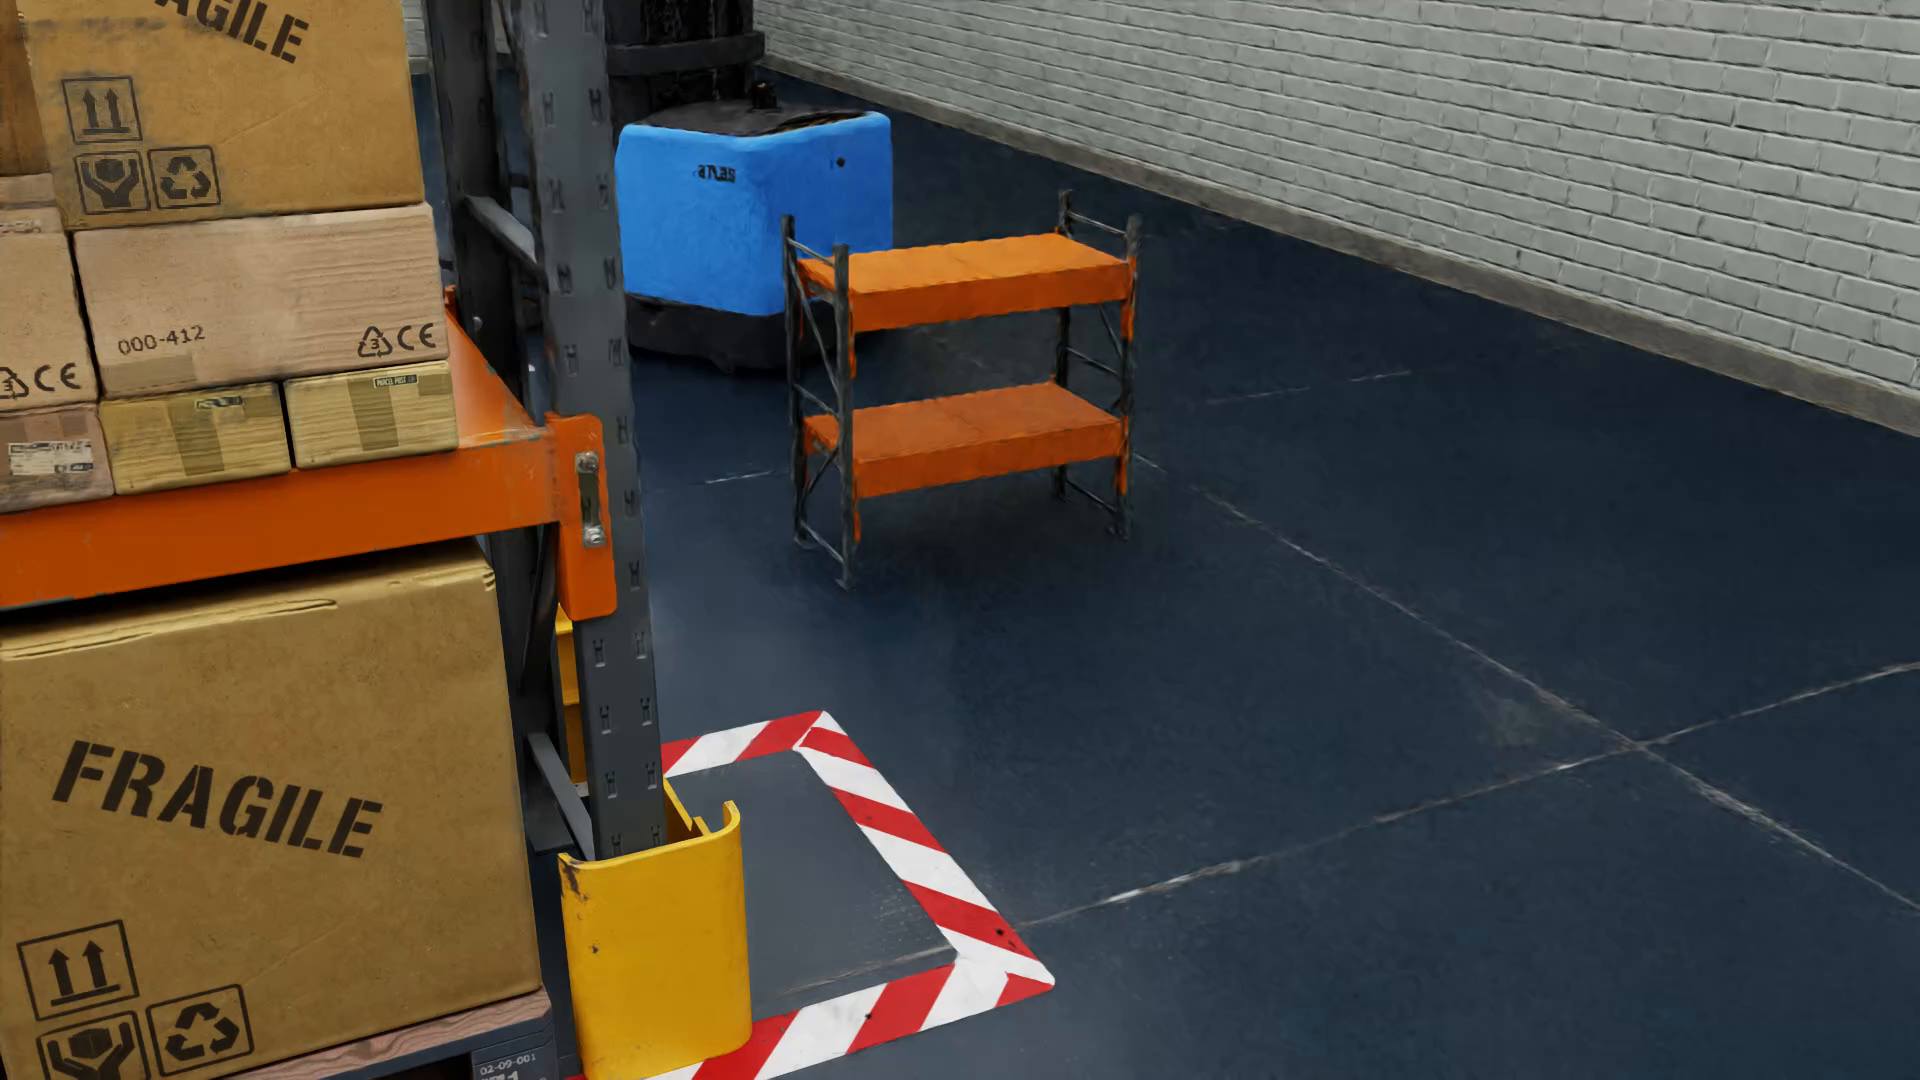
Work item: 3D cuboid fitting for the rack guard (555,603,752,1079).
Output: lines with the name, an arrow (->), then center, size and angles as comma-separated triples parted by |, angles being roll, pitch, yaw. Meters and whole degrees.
rack guard -> -0.805, 0.601, 3.644 | 0.348, 0.500, 1.175 | -10, 25, -24

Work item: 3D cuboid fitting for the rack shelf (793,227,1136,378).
rack shelf -> 0.006, -0.791, 5.426 | 1.000, 0.278, 0.538 | -10, 25, -24

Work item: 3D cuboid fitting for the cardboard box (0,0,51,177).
cardboard box -> -1.826, -0.895, 2.817 | 0.500, 0.500, 0.500 | -11, 25, -25

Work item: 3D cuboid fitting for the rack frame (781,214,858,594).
rack frame -> -0.452, -0.437, 5.334 | 0.032, 1.125, 0.500 | -10, 25, -24

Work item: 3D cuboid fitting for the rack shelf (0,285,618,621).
rack shelf -> -2.628, 0.114, 2.493 | 4.000, 0.370, 1.077 | -10, 25, -24

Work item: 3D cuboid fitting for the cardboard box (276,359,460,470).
cardboard box -> -1.004, -0.261, 2.788 | 0.250, 0.149, 0.380 | -10, 24, -23

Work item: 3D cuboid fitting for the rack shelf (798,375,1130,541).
rack shelf -> 0.006, -0.295, 5.631 | 1.000, 0.278, 0.538 | -10, 25, -24

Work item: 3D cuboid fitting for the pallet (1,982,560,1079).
pallet -> -1.513, 0.898, 3.304 | 1.213, 0.211, 1.003 | -10, 25, -24

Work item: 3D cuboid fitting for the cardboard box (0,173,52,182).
cardboard box -> -1.841, -0.543, 2.947 | 0.500, 0.250, 0.500 | -11, 25, -24

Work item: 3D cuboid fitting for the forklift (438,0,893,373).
forklift -> -1.804, -2.529, 8.028 | 3.031, 2.935, 1.130 | 15, 27, 32

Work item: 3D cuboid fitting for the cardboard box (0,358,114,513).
cardboard box -> -1.466, -0.176, 2.582 | 0.250, 0.149, 0.380 | -10, 25, -23

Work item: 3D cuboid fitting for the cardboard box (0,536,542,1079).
cardboard box -> -1.368, 0.372, 3.159 | 0.875, 0.875, 0.875 | -10, 25, -24

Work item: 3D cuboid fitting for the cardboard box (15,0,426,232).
cardboard box -> -1.151, -0.793, 2.571 | 0.500, 0.500, 0.500 | -10, 25, -23

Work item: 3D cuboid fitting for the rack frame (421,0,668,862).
rack frame -> -0.826, -0.550, 3.156 | 0.127, 3.000, 1.000 | -10, 25, -24

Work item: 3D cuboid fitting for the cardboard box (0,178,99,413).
cardboard box -> -1.605, -0.362, 2.510 | 0.500, 0.250, 0.500 | -11, 25, -25

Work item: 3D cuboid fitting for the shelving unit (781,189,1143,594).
shelving unit -> 0.006, -0.521, 5.538 | 1.048, 1.125, 0.538 | -10, 25, -24

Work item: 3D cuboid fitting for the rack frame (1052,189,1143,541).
rack frame -> 0.464, -0.605, 5.741 | 0.032, 1.125, 0.500 | -10, 25, -24

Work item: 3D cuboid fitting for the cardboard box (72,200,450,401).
cardboard box -> -1.148, -0.446, 2.713 | 0.500, 0.250, 0.500 | -11, 25, -24

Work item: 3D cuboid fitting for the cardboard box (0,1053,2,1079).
cardboard box -> -2.188, 0.523, 2.795 | 0.875, 0.875, 0.875 | -10, 25, -24

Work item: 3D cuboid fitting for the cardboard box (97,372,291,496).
cardboard box -> -1.238, -0.218, 2.682 | 0.250, 0.149, 0.380 | -10, 25, -23
